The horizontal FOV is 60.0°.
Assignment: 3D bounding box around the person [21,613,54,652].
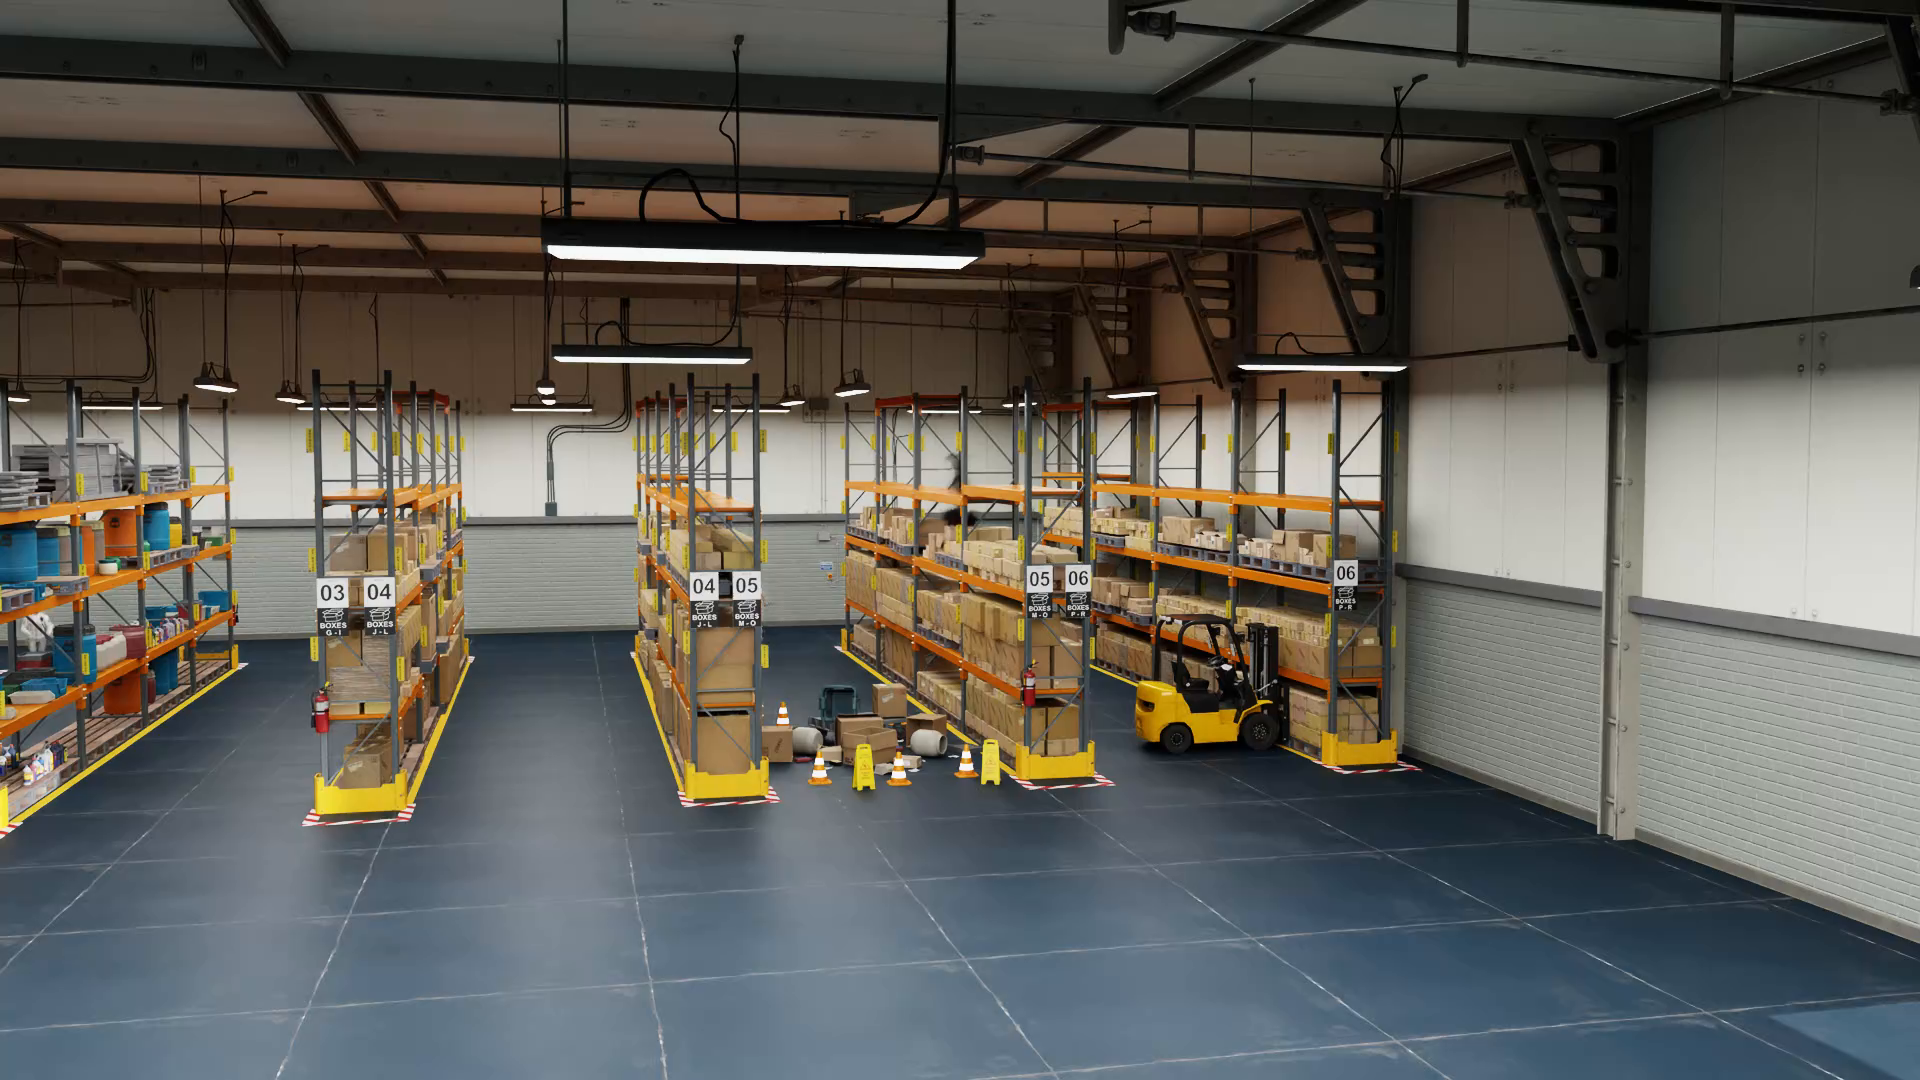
[{"bbox_3d":[-19.767,2.128,35.610,0.612,1.658,0.548,-1,4,-24],"label":"person"}]
